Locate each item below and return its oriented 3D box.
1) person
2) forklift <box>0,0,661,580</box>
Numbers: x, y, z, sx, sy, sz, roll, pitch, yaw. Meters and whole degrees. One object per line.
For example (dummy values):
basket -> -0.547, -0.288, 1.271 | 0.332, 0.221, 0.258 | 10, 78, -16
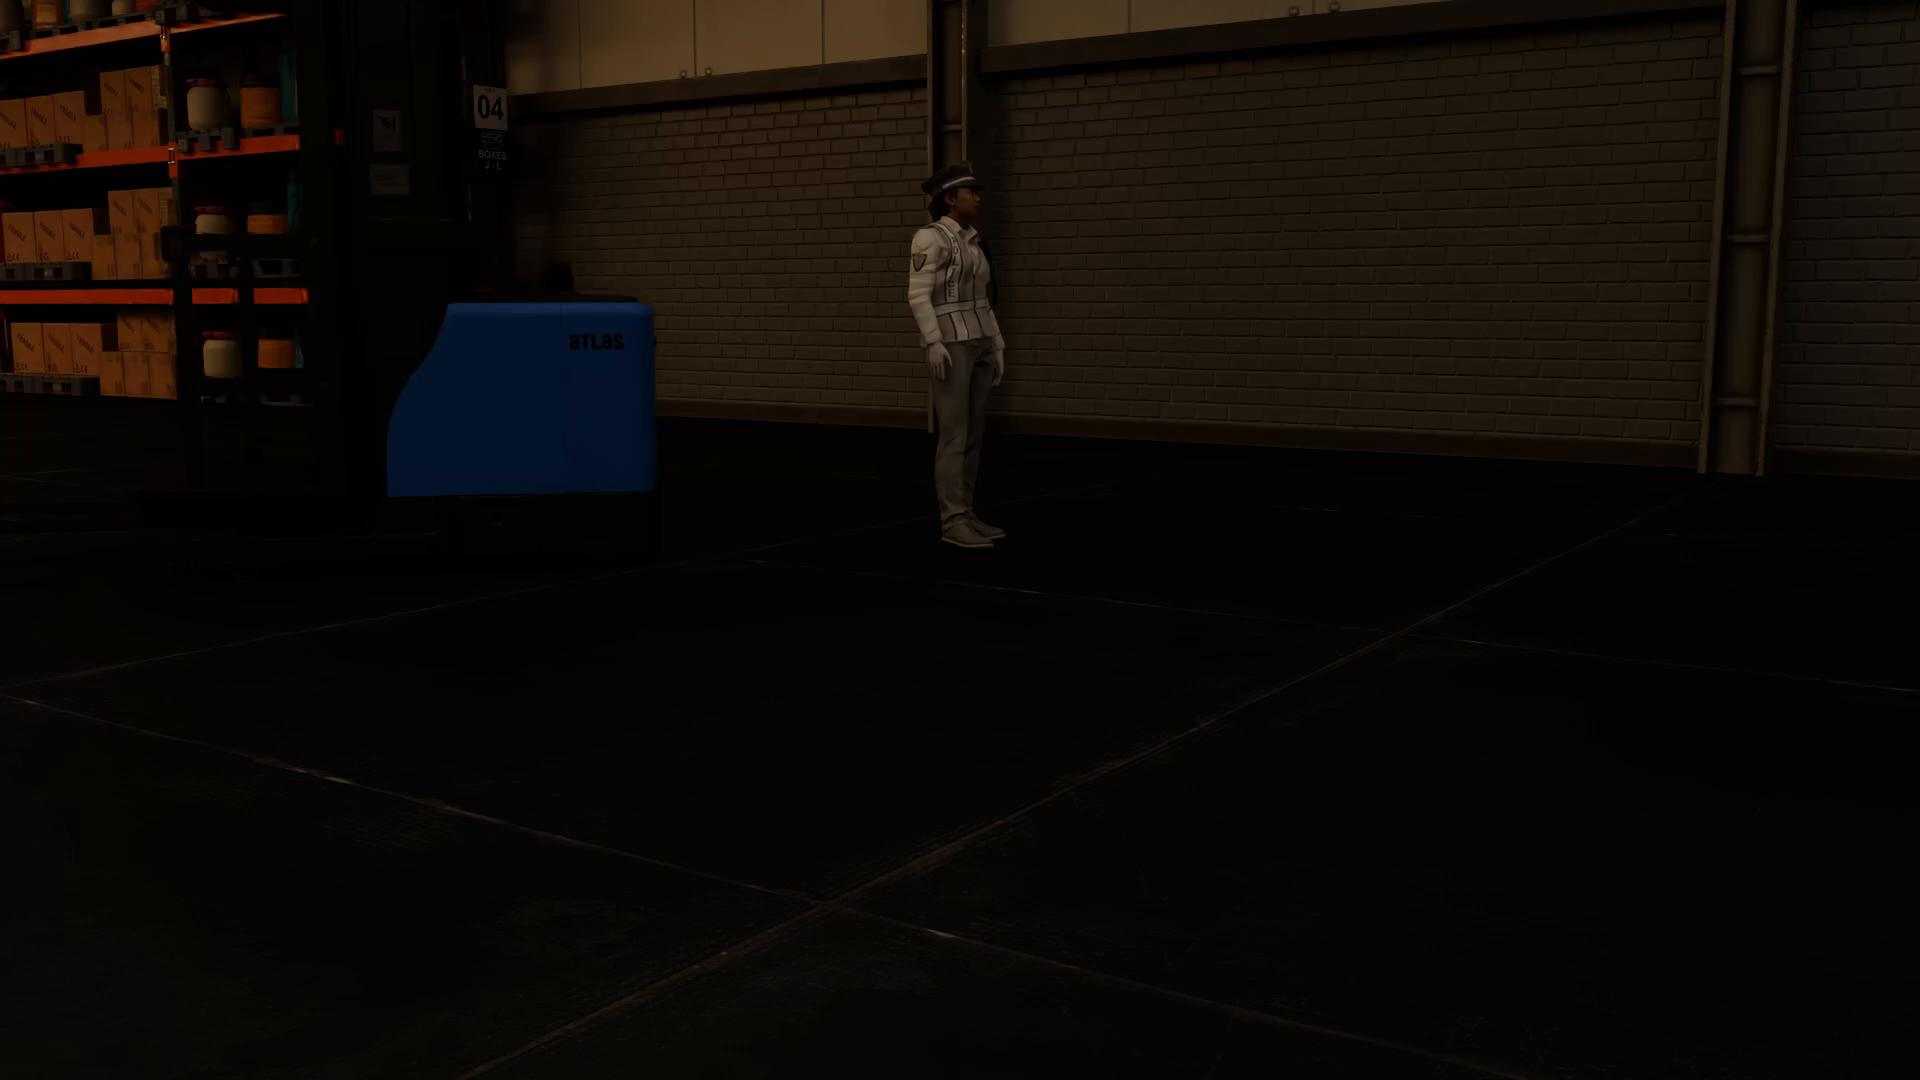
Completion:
person -> 0.052, -0.840, 7.440 | 0.531, 1.694, 0.586 | 5, 10, 34
forklift -> -2.806, -1.374, 6.856 | 3.031, 2.935, 1.130 | -1, 8, -10
